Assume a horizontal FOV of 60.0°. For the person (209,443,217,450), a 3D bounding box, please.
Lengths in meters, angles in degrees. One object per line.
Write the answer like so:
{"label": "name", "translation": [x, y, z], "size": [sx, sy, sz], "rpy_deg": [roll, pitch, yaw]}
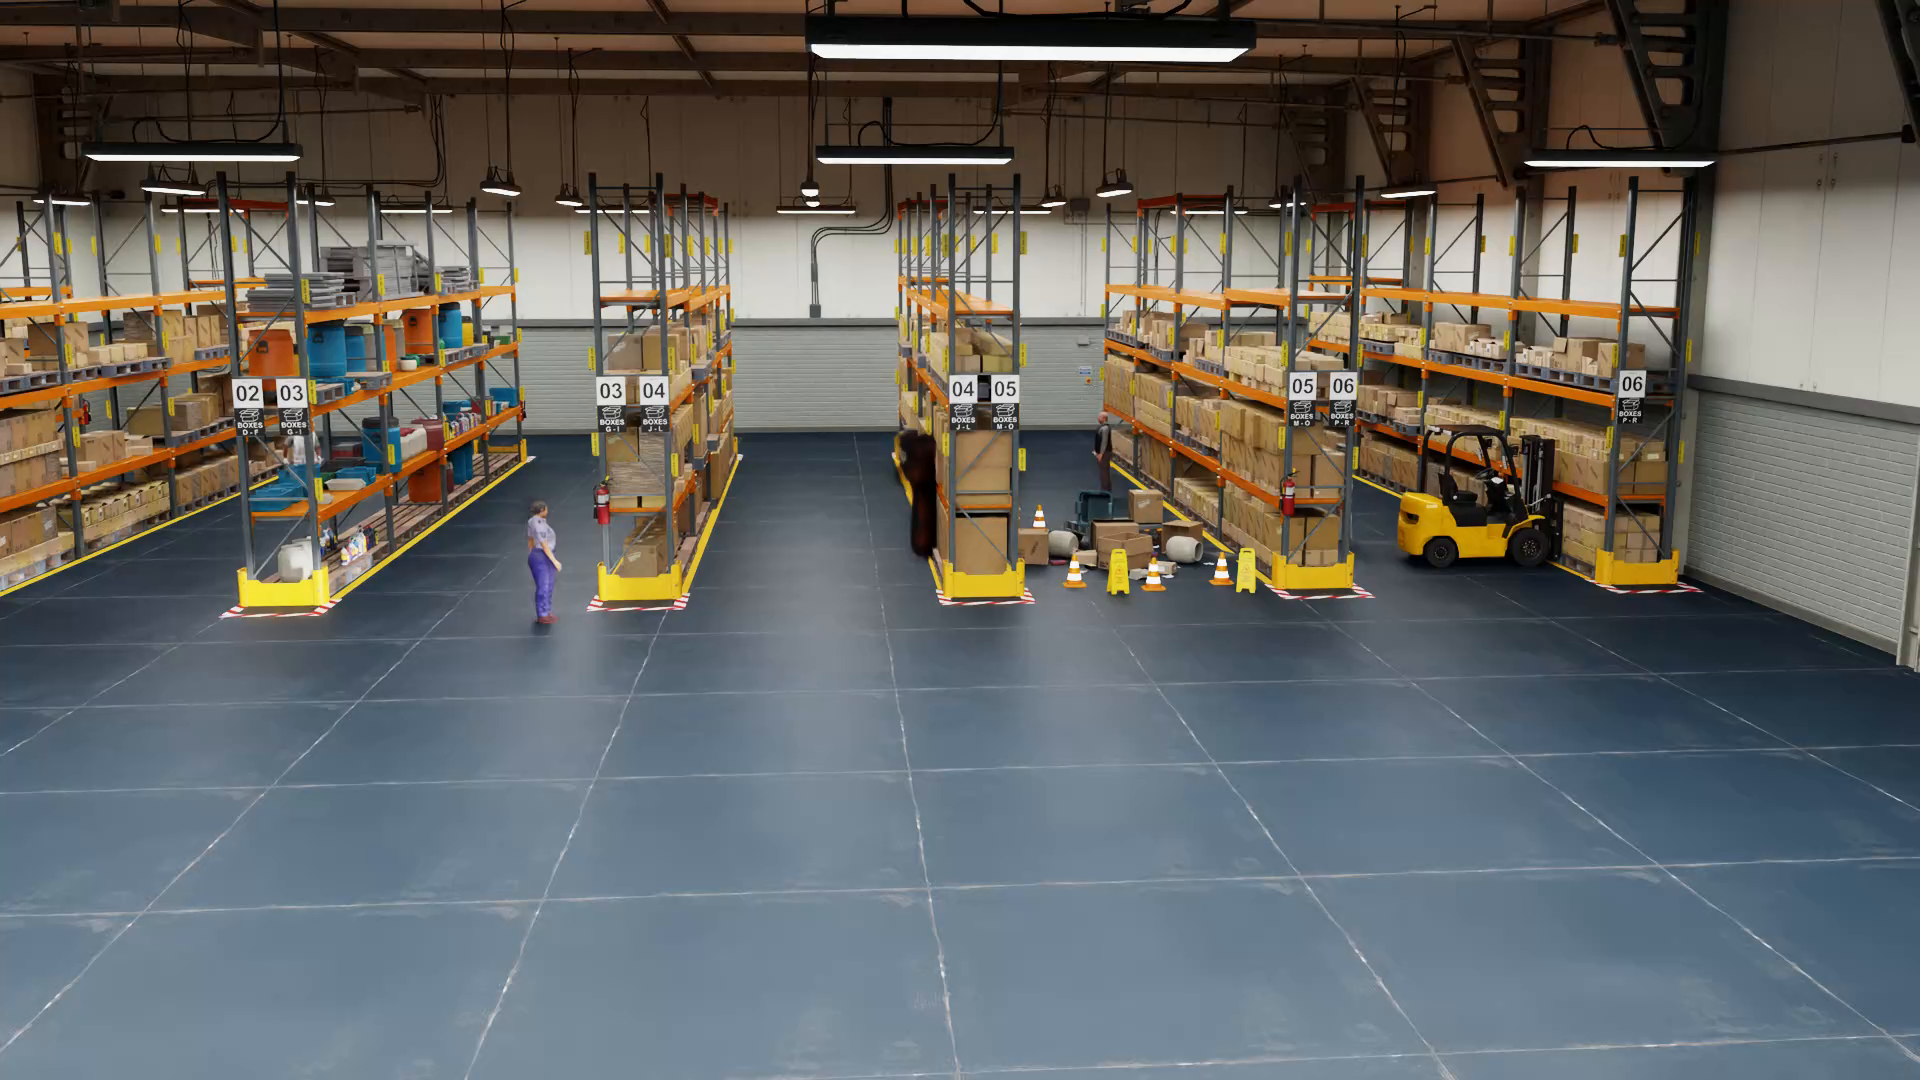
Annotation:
{"label": "person", "translation": [-18.209, -2.797, 39.911], "size": [0.970, 1.600, 0.544], "rpy_deg": [-3, 10, -14]}

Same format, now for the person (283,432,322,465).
{"label": "person", "translation": [-12.706, -1.544, 32.223], "size": [0.775, 1.648, 0.768], "rpy_deg": [-1, 10, -6]}

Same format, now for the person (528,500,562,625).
{"label": "person", "translation": [-5.576, 0.309, 22.348], "size": [0.495, 1.698, 0.524], "rpy_deg": [0, 10, -2]}

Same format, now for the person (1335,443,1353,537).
{"label": "person", "translation": [6.608, -0.873, 28.713], "size": [0.389, 1.607, 0.497], "rpy_deg": [5, 11, 25]}

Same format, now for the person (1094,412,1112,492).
{"label": "person", "translation": [2.889, -1.719, 33.494], "size": [0.365, 1.736, 0.614], "rpy_deg": [1, 10, 7]}
